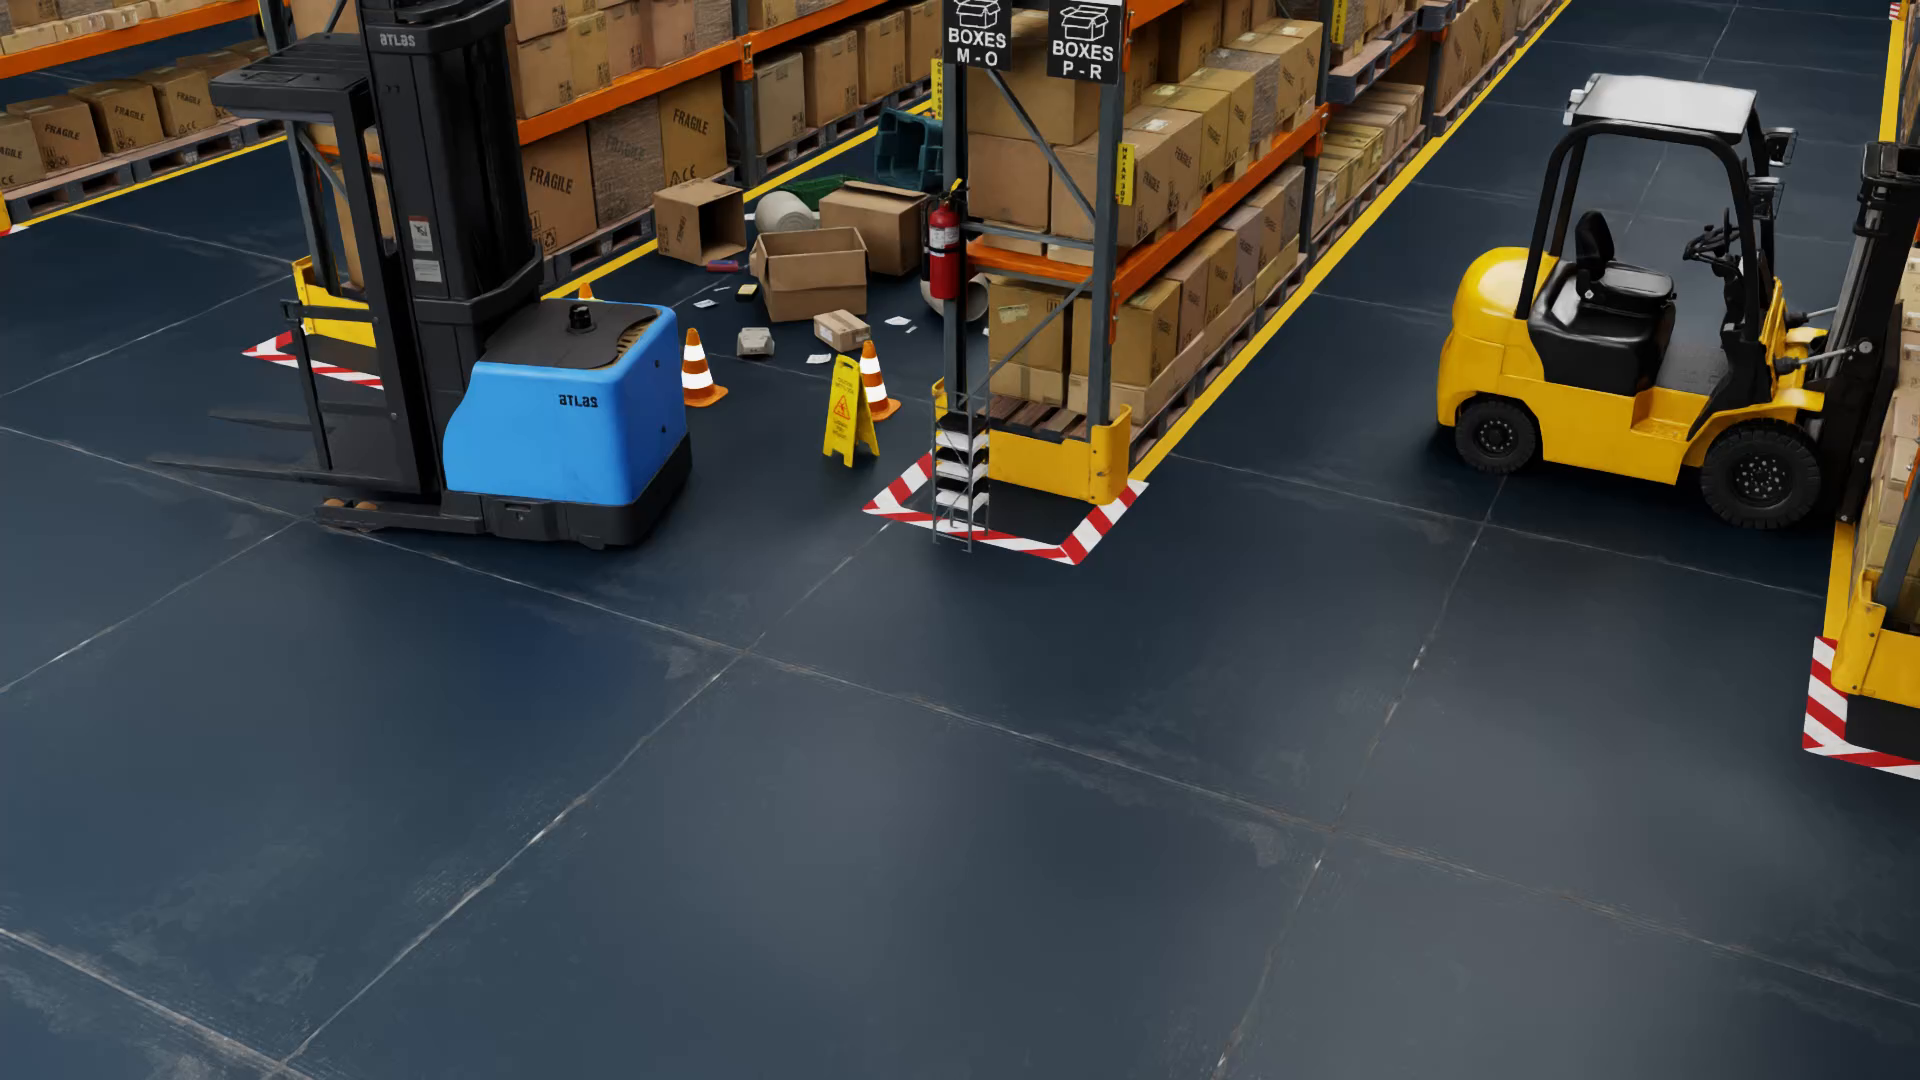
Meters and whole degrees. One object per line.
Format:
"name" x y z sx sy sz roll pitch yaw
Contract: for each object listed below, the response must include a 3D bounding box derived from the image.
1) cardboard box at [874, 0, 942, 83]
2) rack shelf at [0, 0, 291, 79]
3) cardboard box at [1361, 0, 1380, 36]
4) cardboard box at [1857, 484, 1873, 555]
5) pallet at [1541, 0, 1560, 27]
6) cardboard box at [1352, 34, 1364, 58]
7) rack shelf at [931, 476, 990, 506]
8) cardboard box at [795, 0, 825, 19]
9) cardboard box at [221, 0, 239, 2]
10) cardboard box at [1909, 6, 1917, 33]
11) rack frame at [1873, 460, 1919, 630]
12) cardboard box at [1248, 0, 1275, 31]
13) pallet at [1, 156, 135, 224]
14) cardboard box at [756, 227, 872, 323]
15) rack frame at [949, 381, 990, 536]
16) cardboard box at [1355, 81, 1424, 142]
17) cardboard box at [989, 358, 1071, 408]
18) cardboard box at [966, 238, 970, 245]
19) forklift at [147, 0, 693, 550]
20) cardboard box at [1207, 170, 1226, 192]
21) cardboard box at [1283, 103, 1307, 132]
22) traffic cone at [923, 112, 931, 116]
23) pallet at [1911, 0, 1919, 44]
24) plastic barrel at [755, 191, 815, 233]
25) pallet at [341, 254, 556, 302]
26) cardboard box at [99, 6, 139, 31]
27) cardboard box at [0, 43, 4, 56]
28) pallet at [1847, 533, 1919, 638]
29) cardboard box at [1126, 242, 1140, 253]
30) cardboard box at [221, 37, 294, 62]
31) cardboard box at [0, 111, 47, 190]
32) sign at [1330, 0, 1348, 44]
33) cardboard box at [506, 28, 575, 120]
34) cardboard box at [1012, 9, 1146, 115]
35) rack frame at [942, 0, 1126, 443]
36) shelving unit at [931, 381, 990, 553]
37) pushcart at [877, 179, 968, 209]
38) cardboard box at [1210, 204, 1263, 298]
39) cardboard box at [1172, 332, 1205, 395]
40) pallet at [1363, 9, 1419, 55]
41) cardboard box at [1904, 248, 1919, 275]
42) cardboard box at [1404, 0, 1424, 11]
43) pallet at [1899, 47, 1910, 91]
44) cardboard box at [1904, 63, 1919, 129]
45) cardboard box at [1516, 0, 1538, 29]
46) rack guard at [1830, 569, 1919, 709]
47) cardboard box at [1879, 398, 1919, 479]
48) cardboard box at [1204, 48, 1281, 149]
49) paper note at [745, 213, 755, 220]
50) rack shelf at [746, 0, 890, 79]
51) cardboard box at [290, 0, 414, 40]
"cardboard box" -0.789 -5.245 17.209 1.050 0.750 0.750 14 33 23
"rack shelf" -7.535 -4.486 14.773 1.077 0.370 4.000 14 33 23
"cardboard box" 2.895 -4.156 12.655 0.500 0.500 0.500 14 33 23
"cardboard box" 4.965 -0.027 8.625 0.500 0.250 0.500 14 33 23
"pallet" 6.814 -6.636 20.594 1.003 0.211 1.213 14 33 23
"cardboard box" 2.853 -3.792 12.672 0.380 0.149 0.250 15 33 24
"rack shelf" 0.004 -0.287 9.093 0.258 0.077 0.200 14 33 23
"cardboard box" -1.546 -4.954 14.765 0.500 0.500 0.500 15 33 24
"cardboard box" -6.764 -5.072 15.323 0.380 0.149 0.250 14 33 23
"cardboard box" 10.969 -5.899 18.598 0.500 0.500 0.500 15 33 24
"rack frame" 4.797 -0.539 7.177 1.000 3.000 0.127 14 33 23
"cardboard box" 1.805 -3.897 11.621 0.700 0.500 0.500 14 33 23
"pallet" -8.009 -3.088 14.416 1.003 0.211 1.213 14 33 23
"cardboard box" -1.077 -1.934 12.113 0.797 0.503 0.637 -7 31 -11
"rack frame" 0.050 -0.439 9.110 0.240 0.900 0.006 14 33 23
"cardboard box" 3.754 -4.004 15.428 0.950 0.372 0.625 12 32 20
"cardboard box" 0.516 -1.083 10.464 0.500 0.250 0.500 14 33 23
"cardboard box" -0.083 -2.377 13.123 0.258 0.266 0.396 -7 31 -11
"forklift" -3.154 -1.567 9.036 3.031 2.935 1.130 5 30 9
"cardboard box" 1.469 -2.338 10.561 0.380 0.149 0.250 13 32 22
"cardboard box" 2.216 -3.004 11.721 0.380 0.149 0.250 15 33 24
"traffic cone" -0.299 -3.667 15.171 0.336 0.463 0.334 14 33 23
"pallet" 8.687 -4.319 13.951 1.213 0.211 1.003 14 33 23
"plastic barrel" -1.405 -2.547 13.260 0.421 0.421 0.512 -12 32 -20
"pallet" -3.782 -1.905 12.355 1.003 0.211 1.213 14 33 23
"cardboard box" -7.334 -4.518 14.358 0.380 0.149 0.250 14 33 23
"cardboard box" -7.973 -3.982 13.423 0.380 0.149 0.250 14 33 23
"pallet" 5.108 0.321 8.478 1.003 0.211 1.213 14 33 23
"cardboard box" 0.818 -1.773 9.578 0.380 0.149 0.250 15 33 24
"cardboard box" -6.841 -4.615 16.362 0.500 0.500 0.500 13 32 22
"cardboard box" -8.146 -3.283 14.043 0.500 0.500 0.500 21 36 32
"sign" 2.685 -3.693 11.799 0.100 0.325 0.005 14 33 23
"cardboard box" -3.349 -3.450 12.095 0.875 0.550 0.550 14 33 23
"cardboard box" 0.652 -2.768 9.655 0.700 0.500 0.500 15 33 24
"rack frame" 0.376 -1.664 9.135 1.000 3.000 0.127 14 33 23
"shelving unit" 0.004 -0.394 9.032 0.258 0.900 0.210 14 33 23
"pushcart" 0.146 -2.795 13.738 1.648 0.377 0.936 4 30 6
"cardboard box" 1.706 -1.976 11.266 0.500 0.500 0.500 16 34 26
"cardboard box" 1.229 -1.173 10.619 0.500 0.250 0.500 16 33 25
"pallet" 3.155 -4.240 13.814 1.003 0.211 1.213 14 33 23
"cardboard box" 6.119 -1.592 10.346 0.500 0.250 0.500 14 33 23
"cardboard box" 3.714 -4.592 14.066 0.380 0.149 0.250 15 33 24
"pallet" 10.577 -4.954 17.665 1.003 0.211 1.213 14 33 23
"cardboard box" 9.136 -4.107 15.477 0.500 0.500 0.500 13 32 22
"cardboard box" 6.225 -6.308 19.374 0.875 0.438 0.875 14 33 23
"rack guard" 4.786 0.555 7.781 1.175 0.500 0.348 14 33 23
"cardboard box" 4.956 -0.465 8.383 0.500 0.250 0.500 15 33 24
"cardboard box" 1.757 -2.895 10.880 0.500 0.500 0.500 15 33 25
"paper note" -1.754 -2.724 13.963 0.147 0.020 0.142 -7 31 -11
"rack shelf" -1.343 -5.090 15.823 1.077 0.370 4.000 14 33 23
"cardboard box" -3.873 -3.431 10.977 0.875 0.550 0.550 14 33 23
